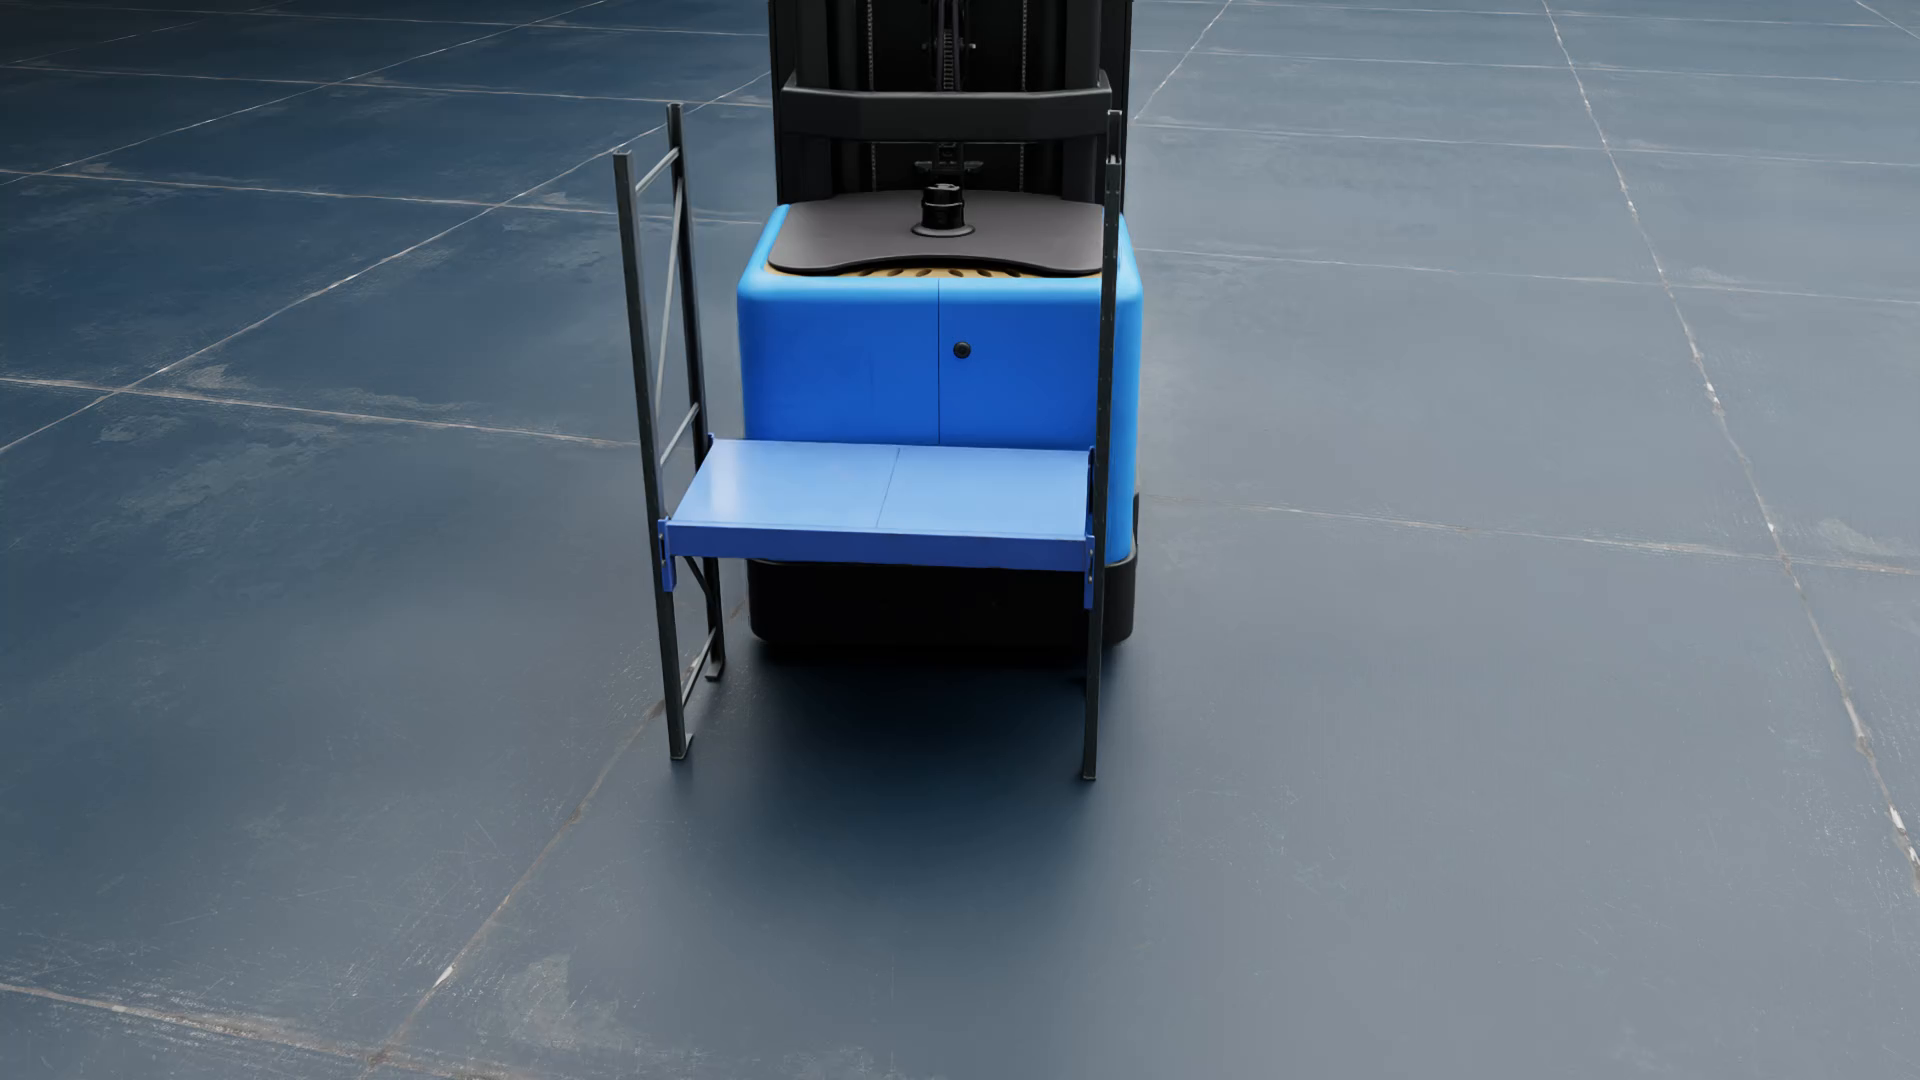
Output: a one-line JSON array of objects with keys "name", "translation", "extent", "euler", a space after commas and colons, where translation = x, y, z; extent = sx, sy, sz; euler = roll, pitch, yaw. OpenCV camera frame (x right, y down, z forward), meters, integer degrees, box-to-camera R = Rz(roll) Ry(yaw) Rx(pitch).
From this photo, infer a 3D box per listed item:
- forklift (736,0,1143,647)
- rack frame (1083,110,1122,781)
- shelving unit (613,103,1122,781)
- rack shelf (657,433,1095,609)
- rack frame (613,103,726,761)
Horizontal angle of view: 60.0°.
[{"name": "forklift", "translation": [-0.025, -1.625, 5.253], "extent": [1.130, 2.935, 3.031], "euler": [0, 25, 1]}, {"name": "rack frame", "translation": [0.333, -0.199, 3.911], "extent": [0.032, 1.500, 0.500], "euler": [2, 27, 4]}, {"name": "shelving unit", "translation": [-0.173, -0.218, 3.950], "extent": [1.048, 1.500, 0.538], "euler": [2, 27, 4]}, {"name": "rack shelf", "translation": [-0.173, -0.058, 4.031], "extent": [1.000, 0.185, 0.538], "euler": [2, 27, 4]}, {"name": "rack frame", "translation": [-0.680, -0.237, 3.990], "extent": [0.032, 1.500, 0.500], "euler": [2, 27, 4]}]
